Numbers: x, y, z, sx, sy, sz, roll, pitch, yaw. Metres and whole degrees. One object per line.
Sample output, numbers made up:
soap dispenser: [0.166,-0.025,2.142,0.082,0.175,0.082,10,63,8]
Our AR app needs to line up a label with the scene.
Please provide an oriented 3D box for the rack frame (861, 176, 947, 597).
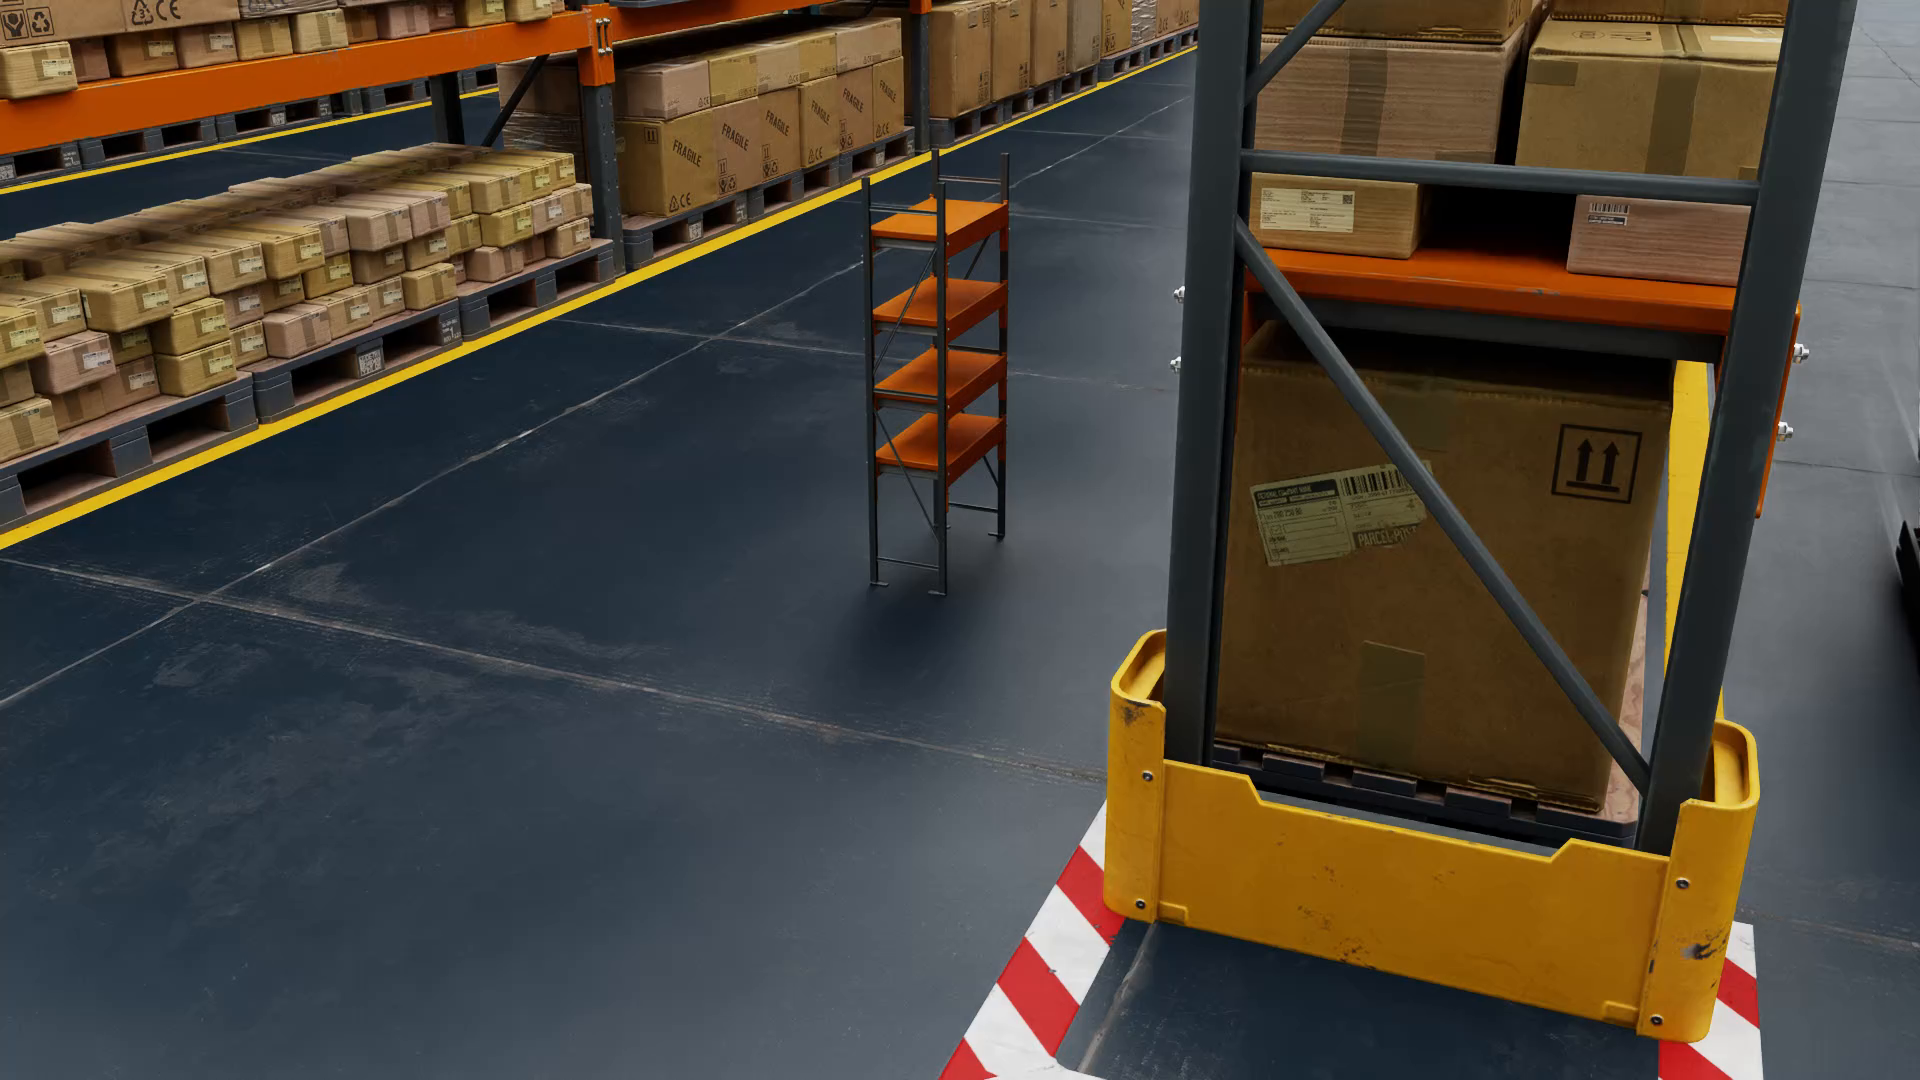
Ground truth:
rack frame: [-0.152,-0.407,4.668,0.240,1.200,0.015,9,24,20]

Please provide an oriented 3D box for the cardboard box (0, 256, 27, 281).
cardboard box: [-3.588,-0.926,5.956,0.380,0.149,0.250,8,24,19]

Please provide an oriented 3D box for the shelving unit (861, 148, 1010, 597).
shelving unit: [-0.061,-0.494,4.877,0.258,1.200,0.503,9,24,20]

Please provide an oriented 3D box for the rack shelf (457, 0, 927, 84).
rack shelf: [-1.446,-3.170,9.880,1.077,0.370,4.000,9,24,20]

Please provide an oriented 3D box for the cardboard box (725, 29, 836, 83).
cardboard box: [-1.094,-2.960,10.169,0.500,0.250,0.500,9,24,21]

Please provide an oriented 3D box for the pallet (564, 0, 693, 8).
pallet: [-1.770,-2.950,8.670,1.003,0.211,1.213,9,24,20]

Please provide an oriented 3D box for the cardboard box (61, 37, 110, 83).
cardboard box: [-3.075,-1.606,5.528,0.380,0.149,0.250,10,25,23]

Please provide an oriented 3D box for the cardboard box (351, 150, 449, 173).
cardboard box: [-2.666,-1.755,7.942,0.380,0.149,0.250,10,25,23]

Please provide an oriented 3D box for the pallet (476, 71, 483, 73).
pallet: [-4.138,-4.756,16.362,1.003,0.211,1.213,9,24,20]

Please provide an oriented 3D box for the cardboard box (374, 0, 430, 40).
cardboard box: [-2.418,-2.149,6.830,0.380,0.149,0.250,8,24,18]

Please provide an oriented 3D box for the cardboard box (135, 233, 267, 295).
cardboard box: [-2.834,-1.032,6.212,0.380,0.149,0.250,10,25,22]

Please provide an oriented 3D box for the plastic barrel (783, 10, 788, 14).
plastic barrel: [-1.726,-5.608,18.127,0.421,0.421,0.512,-12,25,-26]

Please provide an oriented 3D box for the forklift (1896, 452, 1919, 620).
forklift: [3.218,-1.063,3.991,1.130,2.935,3.031,9,24,21]

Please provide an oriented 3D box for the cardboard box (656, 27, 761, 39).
cardboard box: [-1.568,-3.035,10.349,0.500,0.250,0.500,9,24,20]

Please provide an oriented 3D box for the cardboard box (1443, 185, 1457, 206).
cardboard box: [0.909,-0.850,3.720,0.380,0.149,0.250,9,24,20]

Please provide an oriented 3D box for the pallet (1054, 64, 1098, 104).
pallet: [0.566,-4.075,14.732,1.003,0.211,1.213,9,24,20]

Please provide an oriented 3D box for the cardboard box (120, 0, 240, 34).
cardboard box: [-2.882,-2.028,5.697,0.500,0.500,0.500,9,24,21]

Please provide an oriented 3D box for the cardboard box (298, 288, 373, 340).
cardboard box: [-2.621,-0.930,6.739,0.380,0.149,0.250,9,24,20]

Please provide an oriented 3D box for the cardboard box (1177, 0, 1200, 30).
cardboard box: [2.078,-6.041,18.034,0.875,0.875,0.875,9,24,20]

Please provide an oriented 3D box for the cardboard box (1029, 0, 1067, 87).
cardboard box: [0.274,-4.225,13.847,1.050,0.750,0.750,9,24,20]

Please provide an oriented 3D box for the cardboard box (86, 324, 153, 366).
cardboard box: [-3.079,-0.711,5.829,0.380,0.149,0.250,9,24,21]

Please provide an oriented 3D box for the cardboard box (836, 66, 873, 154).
cardboard box: [-0.901,-2.800,10.759,0.500,0.500,0.500,10,25,22]

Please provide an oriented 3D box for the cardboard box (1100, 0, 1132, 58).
cardboard box: [1.081,-5.077,15.725,0.875,0.875,0.875,9,24,21]

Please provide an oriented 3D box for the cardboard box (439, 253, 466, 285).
cardboard box: [-2.441,-1.214,7.417,0.380,0.149,0.250,8,24,19]

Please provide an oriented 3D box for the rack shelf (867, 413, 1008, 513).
rack shelf: [-0.061,-0.249,4.979,0.258,0.148,0.480,9,24,20]

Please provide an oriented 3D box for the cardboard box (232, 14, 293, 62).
cardboard box: [-2.718,-1.873,6.169,0.380,0.149,0.250,10,25,22]

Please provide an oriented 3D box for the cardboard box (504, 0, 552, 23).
cardboard box: [-2.072,-2.427,7.493,0.380,0.149,0.250,8,24,19]

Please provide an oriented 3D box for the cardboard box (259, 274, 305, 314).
cardboard box: [-2.810,-0.999,6.518,0.380,0.149,0.250,10,25,23]

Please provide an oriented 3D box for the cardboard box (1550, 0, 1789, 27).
cardboard box: [1.508,-1.334,3.389,0.500,0.500,0.500,8,24,19]

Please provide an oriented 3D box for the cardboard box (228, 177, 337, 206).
cardboard box: [-2.961,-1.482,7.287,0.380,0.149,0.250,9,24,21]

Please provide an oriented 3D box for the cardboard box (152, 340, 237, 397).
cardboard box: [-2.879,-0.646,6.058,0.380,0.149,0.250,9,24,21]

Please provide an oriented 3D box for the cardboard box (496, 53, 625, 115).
cardboard box: [-2.147,-2.475,9.009,0.500,0.250,0.500,8,24,19]

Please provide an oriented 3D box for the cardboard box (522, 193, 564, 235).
cardboard box: [-2.100,-1.545,7.824,0.380,0.149,0.250,8,24,18]

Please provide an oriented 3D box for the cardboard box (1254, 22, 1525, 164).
cardboard box: [0.827,-0.888,3.292,0.500,0.250,0.500,8,24,19]

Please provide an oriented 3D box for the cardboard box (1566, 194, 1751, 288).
cardboard box: [1.331,-0.572,3.054,0.380,0.149,0.250,9,24,21]

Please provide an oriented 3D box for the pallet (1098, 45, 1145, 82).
pallet: [1.138,-4.623,16.044,1.003,0.211,1.213,9,24,20]

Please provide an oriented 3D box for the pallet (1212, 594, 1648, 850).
pallet: [1.117,0.381,4.064,1.003,0.211,1.213,9,24,20]

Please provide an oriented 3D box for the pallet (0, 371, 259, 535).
pallet: [-3.312,-0.381,5.888,1.003,0.211,1.213,9,24,20]

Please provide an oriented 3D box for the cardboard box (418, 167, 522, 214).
cardboard box: [-2.223,-1.587,7.540,0.380,0.149,0.250,9,24,20]

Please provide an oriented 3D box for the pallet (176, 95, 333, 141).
pallet: [-5.699,-3.332,12.953,1.003,0.211,1.213,9,24,20]

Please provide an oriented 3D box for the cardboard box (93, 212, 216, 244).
cardboard box: [-3.184,-1.192,6.594,0.380,0.149,0.250,8,24,18]

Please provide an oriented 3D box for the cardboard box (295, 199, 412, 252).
cardboard box: [-2.495,-1.297,6.845,0.380,0.149,0.250,8,24,18]

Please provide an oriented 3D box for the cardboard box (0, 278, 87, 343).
cardboard box: [-3.174,-0.762,5.565,0.380,0.149,0.250,9,24,21]

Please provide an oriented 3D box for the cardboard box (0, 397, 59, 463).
cardboard box: [-3.183,-0.375,5.409,0.380,0.149,0.250,9,24,21]

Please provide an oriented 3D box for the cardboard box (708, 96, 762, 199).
cardboard box: [-1.473,-2.242,9.425,0.500,0.500,0.500,10,25,22]

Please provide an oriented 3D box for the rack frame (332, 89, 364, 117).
rack frame: [-5.336,-4.890,13.065,1.000,3.000,0.127,9,24,20]

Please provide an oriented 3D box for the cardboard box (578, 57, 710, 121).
cardboard box: [-1.669,-2.399,8.827,0.500,0.250,0.500,8,24,18]

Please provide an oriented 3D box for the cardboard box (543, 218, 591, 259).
cardboard box: [-2.018,-1.475,8.044,0.380,0.149,0.250,9,24,21]

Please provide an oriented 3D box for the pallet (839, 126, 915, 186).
pallet: [-0.995,-2.651,11.323,1.003,0.211,1.213,9,24,20]

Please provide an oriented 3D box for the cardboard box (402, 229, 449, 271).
cardboard box: [-2.443,-1.277,7.182,0.380,0.149,0.250,9,24,21]
